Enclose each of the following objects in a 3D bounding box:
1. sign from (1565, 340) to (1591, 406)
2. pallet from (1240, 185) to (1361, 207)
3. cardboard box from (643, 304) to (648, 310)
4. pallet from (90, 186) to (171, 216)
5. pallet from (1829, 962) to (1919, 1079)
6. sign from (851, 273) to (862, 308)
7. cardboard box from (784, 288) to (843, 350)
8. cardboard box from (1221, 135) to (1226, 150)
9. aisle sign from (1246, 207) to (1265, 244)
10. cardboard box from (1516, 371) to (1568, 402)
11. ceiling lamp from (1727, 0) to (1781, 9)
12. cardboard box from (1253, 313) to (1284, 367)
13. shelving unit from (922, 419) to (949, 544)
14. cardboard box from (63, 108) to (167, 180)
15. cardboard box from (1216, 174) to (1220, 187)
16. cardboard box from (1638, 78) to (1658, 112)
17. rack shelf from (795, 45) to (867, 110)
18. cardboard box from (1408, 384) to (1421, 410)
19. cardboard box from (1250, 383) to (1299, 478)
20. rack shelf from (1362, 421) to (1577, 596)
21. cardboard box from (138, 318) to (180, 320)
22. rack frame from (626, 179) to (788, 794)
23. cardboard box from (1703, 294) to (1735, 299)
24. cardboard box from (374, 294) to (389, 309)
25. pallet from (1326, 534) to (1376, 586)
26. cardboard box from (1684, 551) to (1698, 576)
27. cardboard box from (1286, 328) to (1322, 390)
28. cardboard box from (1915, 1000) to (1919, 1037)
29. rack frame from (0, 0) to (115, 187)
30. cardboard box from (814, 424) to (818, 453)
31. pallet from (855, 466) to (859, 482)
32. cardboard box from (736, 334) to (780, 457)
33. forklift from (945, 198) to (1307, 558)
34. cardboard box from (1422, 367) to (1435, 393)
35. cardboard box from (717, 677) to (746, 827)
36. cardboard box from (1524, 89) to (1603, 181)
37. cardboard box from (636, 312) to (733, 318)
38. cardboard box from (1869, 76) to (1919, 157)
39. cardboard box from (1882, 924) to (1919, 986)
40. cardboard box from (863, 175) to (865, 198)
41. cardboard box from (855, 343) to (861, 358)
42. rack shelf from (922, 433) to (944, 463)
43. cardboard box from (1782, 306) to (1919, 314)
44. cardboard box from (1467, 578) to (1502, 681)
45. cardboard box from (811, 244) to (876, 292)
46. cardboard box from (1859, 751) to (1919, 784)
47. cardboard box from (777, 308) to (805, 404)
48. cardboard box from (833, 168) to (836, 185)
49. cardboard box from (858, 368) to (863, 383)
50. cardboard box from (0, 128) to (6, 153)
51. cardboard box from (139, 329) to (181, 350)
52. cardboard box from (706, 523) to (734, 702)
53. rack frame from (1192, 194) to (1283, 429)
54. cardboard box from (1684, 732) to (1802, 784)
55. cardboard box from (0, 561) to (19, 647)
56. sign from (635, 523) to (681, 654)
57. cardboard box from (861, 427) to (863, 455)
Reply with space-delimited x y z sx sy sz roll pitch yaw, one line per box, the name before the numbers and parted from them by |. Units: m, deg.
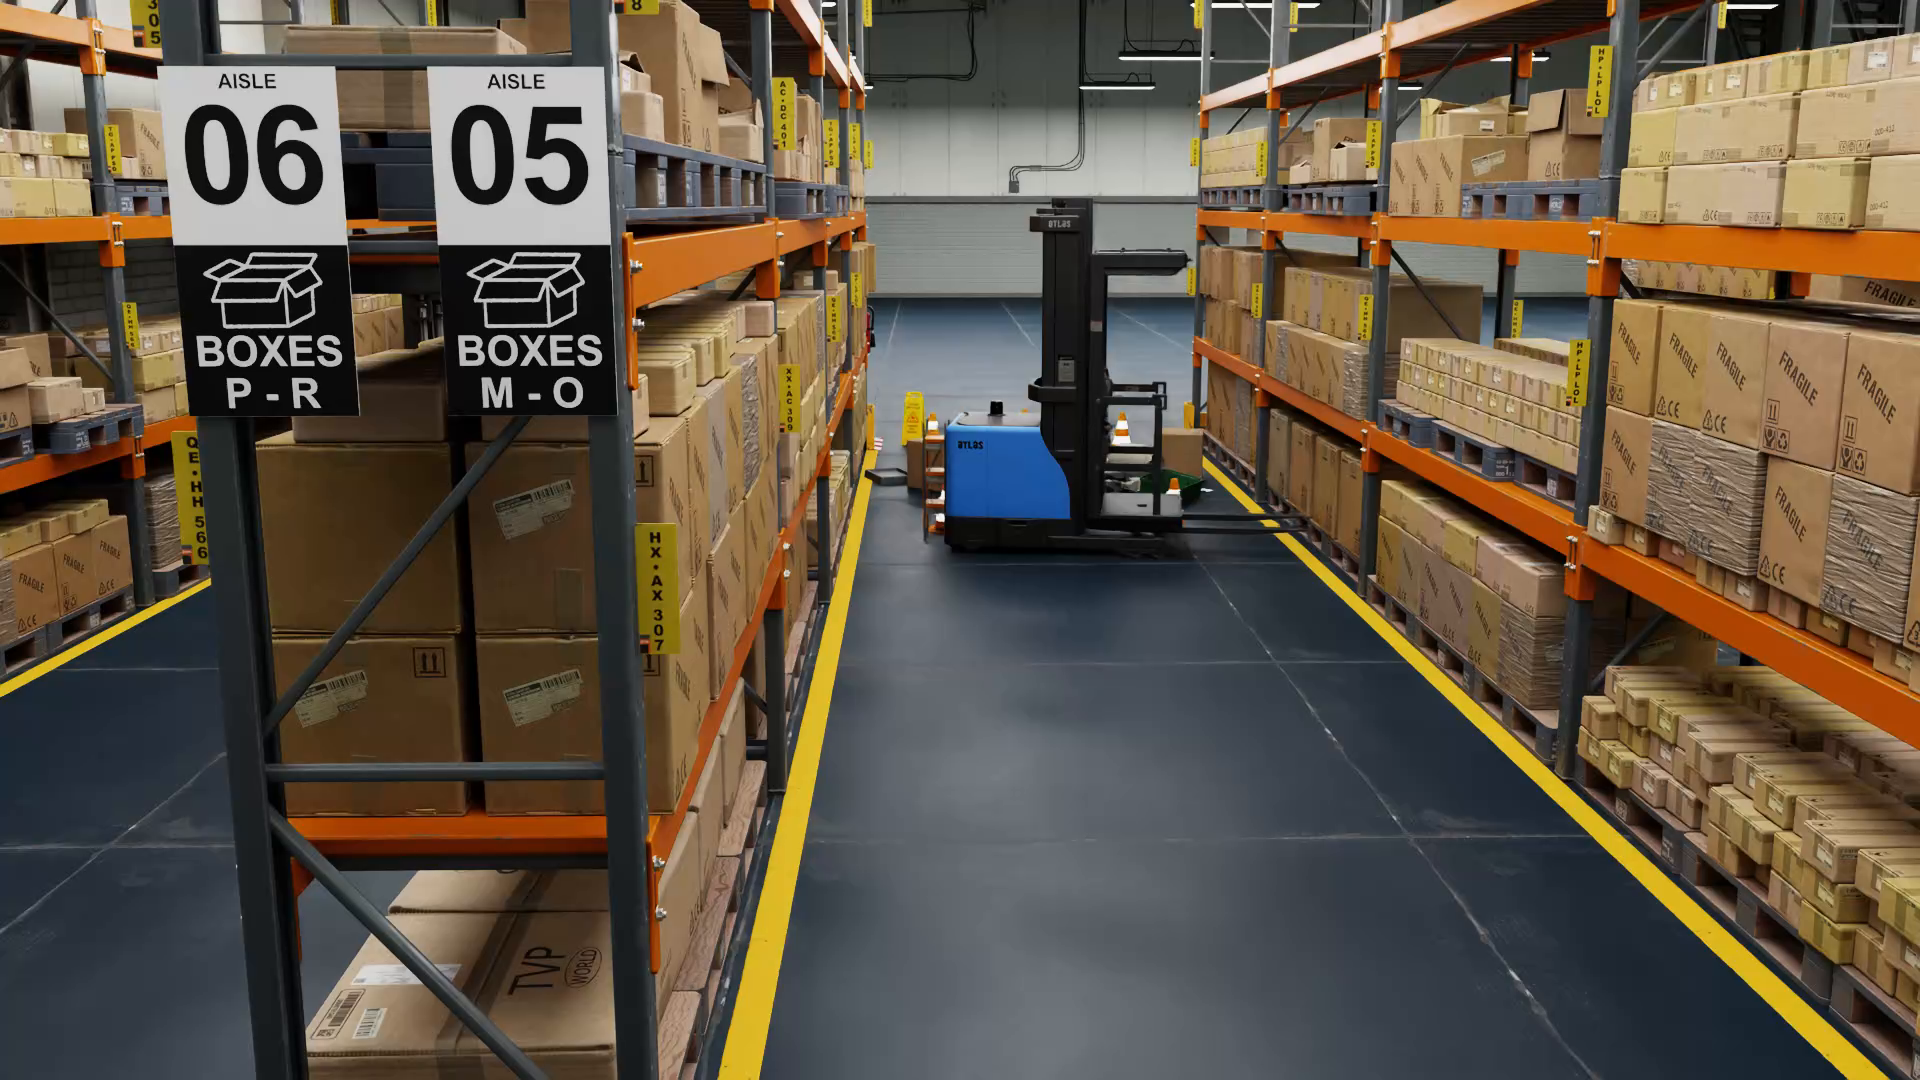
sign | 3.020 -0.816 8.125 0.100 0.325 0.005 0 11 -1
pallet | 3.403 -3.431 16.606 1.003 0.211 1.213 0 11 -1
cardboard box | -1.625 -1.004 7.567 0.380 0.149 0.250 0 11 -2
pallet | -6.521 -2.497 12.254 1.213 0.211 1.003 0 11 1
pallet | 3.674 1.733 5.484 1.003 0.211 1.213 0 11 -1
sign | -0.983 -2.372 15.793 0.100 0.325 0.005 0 11 -1
cardboard box | -1.283 -1.910 14.373 0.500 0.500 0.500 0 11 1
cardboard box | 3.040 -4.309 18.029 0.380 0.149 0.250 0 11 -2
aisle sign | 3.625 -3.926 19.829 0.394 0.787 0.004 0 11 -1
cardboard box | 3.356 -0.862 9.342 0.380 0.149 0.250 0 11 -1
ceiling lamp | 11.571 -9.799 25.546 2.000 3.185 0.800 0 11 -1
cardboard box | 3.390 -1.989 16.439 0.875 0.550 0.550 0 11 -1
shelving unit | -0.204 -0.509 14.428 0.215 1.050 0.252 1 12 6
cardboard box | -6.189 -2.904 12.225 0.500 0.500 0.500 0 11 -1
cardboard box | 3.034 -3.968 18.356 0.380 0.149 0.250 0 11 -1
cardboard box | 3.338 -2.030 7.592 0.380 0.149 0.250 0 11 -2
rack shelf | -1.579 -4.785 17.329 1.077 0.370 4.000 0 11 -1
cardboard box | 3.305 -0.986 11.452 0.380 0.149 0.250 0 11 2
cardboard box | 3.466 -1.132 16.880 0.875 0.875 0.875 0 11 0
rack shelf | 3.533 -0.297 10.286 1.077 0.370 4.000 0 11 -1
cardboard box | -6.723 -1.773 13.872 0.380 0.149 0.250 0 11 -1
rack frame | -1.372 -0.211 8.055 1.000 3.000 0.127 0 11 -1
cardboard box | 8.337 -2.325 17.476 0.875 0.500 0.500 0 11 -1
cardboard box | -6.256 -2.519 17.548 0.380 0.149 0.250 0 11 -2
pallet | 3.551 0.163 13.225 1.003 0.211 1.213 0 11 -1
cardboard box | 3.391 0.087 7.217 0.380 0.149 0.250 -1 11 -4
cardboard box | 3.170 -1.585 14.578 0.500 0.500 0.500 0 11 -1
cardboard box | 3.331 1.580 5.338 0.380 0.149 0.250 0 11 1
rack frame | -6.418 -3.925 11.274 1.000 3.000 0.127 0 11 -1
cardboard box | -1.164 -0.632 10.505 0.500 0.250 0.500 0 11 -2
pallet | -1.615 -0.811 18.027 1.003 0.211 1.213 0 11 -1
cardboard box | -1.087 -0.657 7.489 0.500 0.500 0.500 0 11 -2
forklift | 1.423 -1.398 14.078 3.031 2.935 1.130 1 12 6
cardboard box | 3.318 -1.071 11.123 0.380 0.149 0.250 -1 11 -3
cardboard box | -1.467 0.964 7.651 0.875 0.438 0.875 0 11 -2
cardboard box | 3.674 -2.286 9.420 0.797 0.503 0.637 0 11 -2
cardboard box | -1.132 -0.855 6.833 0.380 0.149 0.250 0 11 -2
cardboard box | 3.374 -1.392 5.451 0.500 0.250 0.500 0 11 0
cardboard box | 3.348 1.382 5.568 0.380 0.149 0.250 -1 11 -3
cardboard box | -1.340 -4.038 19.004 0.500 0.250 0.500 0 11 -2
cardboard box | -1.241 -1.996 17.488 0.380 0.149 0.250 0 11 -1
rack shelf | -0.204 -0.777 14.374 0.215 0.259 0.240 1 12 6
cardboard box | 3.871 -0.741 7.154 0.500 0.500 0.500 -1 11 -3
cardboard box | 3.297 0.520 9.684 0.500 0.500 0.500 -1 11 -2
cardboard box | -1.275 -2.979 18.184 0.700 0.500 0.500 0 11 -2
cardboard box | 3.943 0.977 6.817 0.380 0.149 0.250 -1 11 -3
cardboard box | -1.140 -1.039 9.372 0.500 0.500 0.500 -1 11 -3
cardboard box | -1.381 -3.288 14.999 0.500 0.250 0.500 0 11 -2
cardboard box | -1.263 -1.807 18.263 0.380 0.149 0.250 0 11 1
cardboard box | -6.095 -2.448 10.163 0.380 0.149 0.250 0 11 -2
cardboard box | -6.167 -1.521 12.627 0.380 0.149 0.250 0 11 0
cardboard box | -1.043 0.237 5.596 0.500 0.500 0.500 0 11 -1
rack frame | 3.327 -2.637 20.012 1.000 3.000 0.127 0 11 -1
cardboard box | 3.327 0.925 7.071 0.380 0.149 0.250 0 11 0
cardboard box | -6.151 0.424 10.155 0.500 0.500 0.500 -1 11 -3
sign | -0.735 0.120 4.047 0.100 0.325 0.005 0 11 -1
cardboard box | -1.315 -1.088 18.238 0.500 0.250 0.500 -1 11 -3
